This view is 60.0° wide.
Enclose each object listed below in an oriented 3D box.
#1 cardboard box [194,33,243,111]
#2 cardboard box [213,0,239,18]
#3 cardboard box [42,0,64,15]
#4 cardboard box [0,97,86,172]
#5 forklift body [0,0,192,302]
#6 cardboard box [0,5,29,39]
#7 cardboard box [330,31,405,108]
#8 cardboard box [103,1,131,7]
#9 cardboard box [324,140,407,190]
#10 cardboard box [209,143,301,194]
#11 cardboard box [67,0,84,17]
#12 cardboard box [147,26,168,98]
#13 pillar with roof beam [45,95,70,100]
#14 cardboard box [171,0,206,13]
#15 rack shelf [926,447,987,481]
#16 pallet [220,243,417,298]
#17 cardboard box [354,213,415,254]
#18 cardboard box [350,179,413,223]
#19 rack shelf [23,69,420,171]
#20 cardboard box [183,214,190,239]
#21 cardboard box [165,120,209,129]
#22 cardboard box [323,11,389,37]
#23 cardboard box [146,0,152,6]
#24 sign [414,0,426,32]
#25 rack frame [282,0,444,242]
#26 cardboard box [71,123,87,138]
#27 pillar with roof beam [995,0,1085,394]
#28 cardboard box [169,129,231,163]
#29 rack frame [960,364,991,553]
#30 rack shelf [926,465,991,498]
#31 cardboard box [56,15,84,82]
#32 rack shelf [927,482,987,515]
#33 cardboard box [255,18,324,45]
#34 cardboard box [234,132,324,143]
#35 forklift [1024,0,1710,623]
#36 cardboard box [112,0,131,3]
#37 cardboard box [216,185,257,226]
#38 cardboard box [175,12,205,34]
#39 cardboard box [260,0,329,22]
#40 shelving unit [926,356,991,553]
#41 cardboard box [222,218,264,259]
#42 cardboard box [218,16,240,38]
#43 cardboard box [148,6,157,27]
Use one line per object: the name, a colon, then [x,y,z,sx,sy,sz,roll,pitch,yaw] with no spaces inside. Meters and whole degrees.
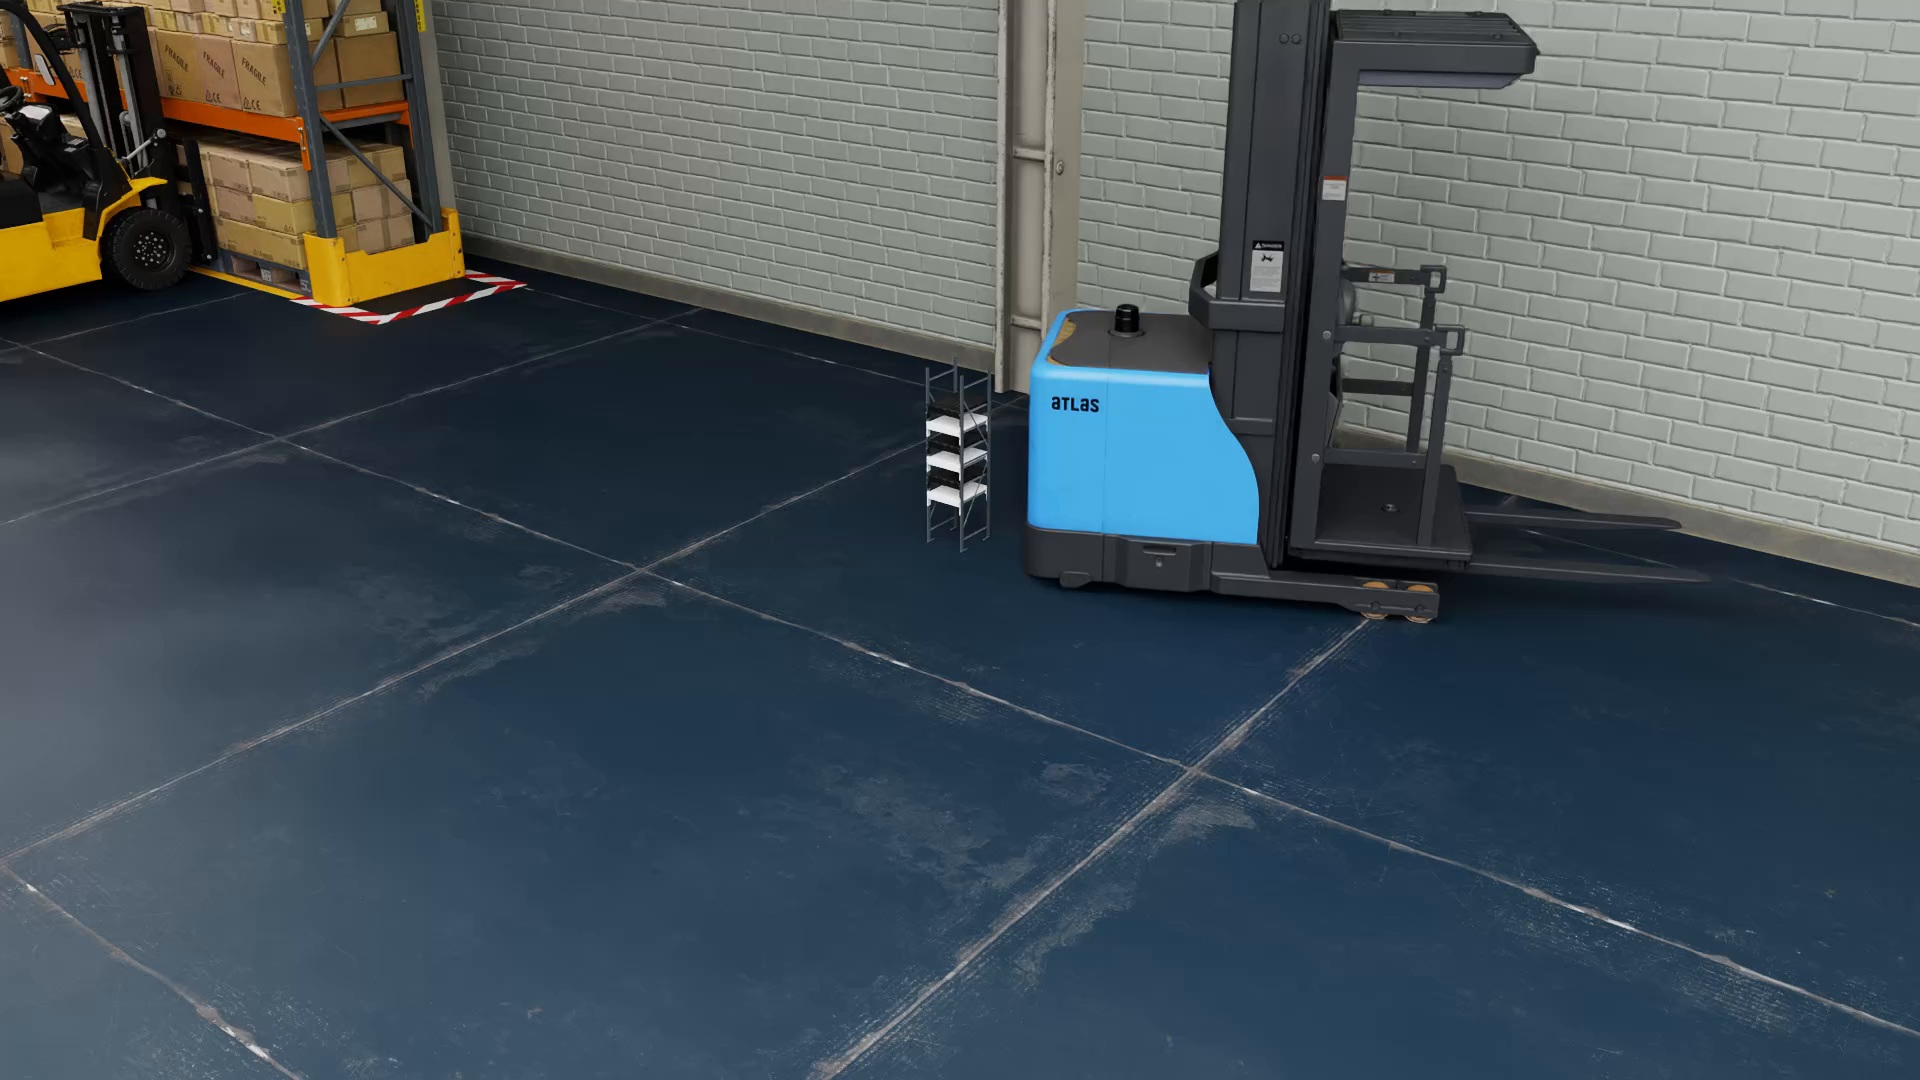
cardboard box: [-5.283,-3.500,12.349,0.500,0.500,0.500,18,29,35]
cardboard box: [-5.177,-3.893,12.068,0.250,0.149,0.380,18,29,34]
cardboard box: [-7.217,-4.377,13.536,0.250,0.149,0.380,18,29,34]
cardboard box: [-8.563,-3.677,15.299,0.625,0.625,0.875,16,29,33]
forklift body: [-6.934,-2.773,11.876,1.214,2.155,2.313,17,29,33]
cardboard box: [-8.069,-4.455,14.207,0.500,0.250,0.500,16,28,32]
cardboard box: [-4.552,-3.547,12.455,0.500,0.500,0.500,18,29,35]
cardboard box: [-6.419,-4.121,12.953,0.250,0.149,0.380,16,28,32]
cardboard box: [-4.593,-2.860,12.671,0.500,0.250,0.500,16,29,33]
cardboard box: [-5.290,-2.815,12.569,0.500,0.250,0.500,17,29,34]
cardboard box: [-6.839,-4.240,13.224,0.250,0.149,0.380,18,29,34]
cardboard box: [-6.102,-3.742,12.898,0.500,0.500,0.500,17,29,34]
pillar with roof beam: [-11.722,-6.558,11.973,0.400,9.000,9.100,17,29,33]
cardboard box: [-5.606,-4.004,12.321,0.250,0.149,0.380,18,29,35]
rack shelf: [-0.006,-0.383,8.086,0.200,0.077,0.258,17,29,33]
pallet: [-4.959,-2.187,12.951,1.213,0.211,1.003,17,29,33]
cardboard box: [-4.598,-2.407,12.883,0.500,0.250,0.500,17,29,34]
cardboard box: [-4.574,-2.635,12.779,0.500,0.250,0.500,17,29,34]
rack shelf: [-5.922,-3.446,13.243,4.000,0.370,1.077,17,29,33]
cardboard box: [-6.104,-2.603,13.326,0.500,0.250,0.500,18,29,35]
cardboard box: [-6.202,-3.349,13.781,0.500,0.250,0.500,17,29,34]
cardboard box: [-4.438,-3.800,12.225,0.250,0.149,0.380,16,28,32]
cardboard box: [-5.966,-4.158,12.669,0.250,0.149,0.380,17,29,34]
sign: [-3.984,-3.902,12.213,0.005,0.325,0.100,17,29,33]
rack frame: [-4.322,-3.292,12.000,0.127,3.000,1.000,17,29,33]
cardboard box: [-6.921,-3.305,13.680,0.500,0.250,0.500,17,29,33]
pillar with roof beam: [-2.119,-3.656,5.387,0.400,9.000,9.100,17,29,33]
cardboard box: [-6.100,-3.059,13.122,0.500,0.250,0.500,16,28,32]
rack frame: [0.075,-0.389,8.017,0.006,0.900,0.240,17,29,33]
rack shelf: [-0.006,-0.301,8.123,0.200,0.077,0.258,17,29,33]
cardboard box: [-6.898,-3.992,13.467,0.500,0.500,0.500,17,29,34]
rack shelf: [-0.006,-0.219,8.159,0.200,0.077,0.258,17,29,33]
cardboard box: [-4.768,-3.628,11.834,0.250,0.149,0.380,17,29,34]
cardboard box: [-5.389,-3.104,13.225,0.500,0.250,0.500,17,29,33]
forklift: [1.867,-1.204,7.348,3.031,2.935,1.130,4,24,10]
cardboard box: [-6.367,-4.279,12.943,0.250,0.149,0.380,17,29,33]
cardboard box: [-5.294,-2.596,12.691,0.500,0.250,0.500,16,29,33]
cardboard box: [-5.594,-3.875,12.397,0.250,0.149,0.380,16,28,32]
cardboard box: [-4.735,-3.789,11.832,0.250,0.149,0.380,17,29,33]
shelving unit: [-0.006,-0.414,8.073,0.210,0.900,0.258,17,29,33]
cardboard box: [-5.280,-2.360,12.776,0.500,0.250,0.500,17,29,33]
cardboard box: [-5.161,-3.762,12.140,0.250,0.149,0.380,17,29,34]
cardboard box: [-5.954,-4.019,12.724,0.250,0.149,0.380,17,29,33]
